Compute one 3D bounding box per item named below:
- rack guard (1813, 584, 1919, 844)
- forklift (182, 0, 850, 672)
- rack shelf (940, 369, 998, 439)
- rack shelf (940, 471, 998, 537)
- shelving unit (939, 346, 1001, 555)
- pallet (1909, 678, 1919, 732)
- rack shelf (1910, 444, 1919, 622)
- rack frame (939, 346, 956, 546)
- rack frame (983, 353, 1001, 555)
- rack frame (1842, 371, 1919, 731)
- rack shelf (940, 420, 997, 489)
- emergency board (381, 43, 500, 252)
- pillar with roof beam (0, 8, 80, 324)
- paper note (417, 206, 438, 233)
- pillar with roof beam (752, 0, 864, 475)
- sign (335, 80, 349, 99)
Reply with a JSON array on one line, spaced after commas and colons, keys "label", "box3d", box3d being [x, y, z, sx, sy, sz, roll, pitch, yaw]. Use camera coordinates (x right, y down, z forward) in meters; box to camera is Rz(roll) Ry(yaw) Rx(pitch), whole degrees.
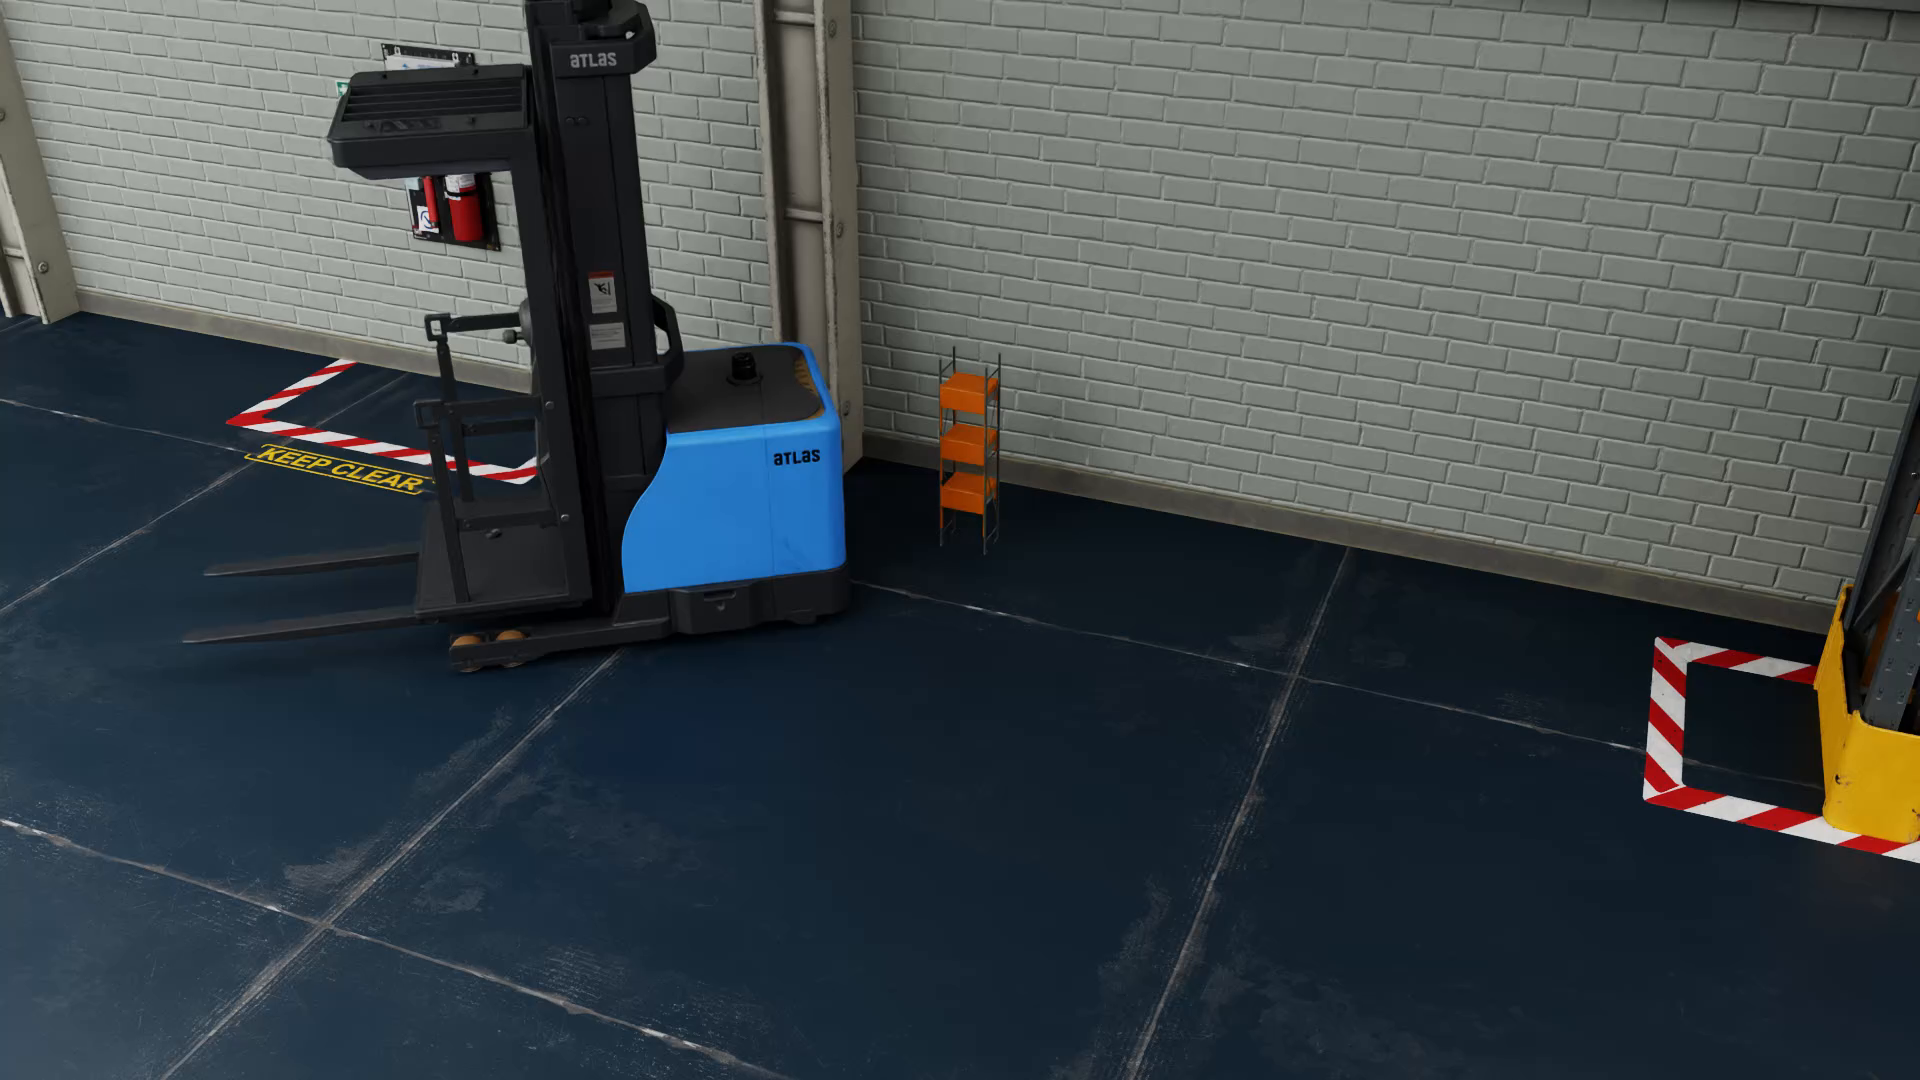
[{"label": "rack guard", "box3d": [3.865, 0.703, 6.999, 0.348, 0.500, 1.175, 11, 31, 19]}, {"label": "forklift", "box3d": [-2.105, -0.952, 7.456, 3.031, 2.935, 1.130, -7, 30, -11]}, {"label": "rack shelf", "box3d": [0.050, -0.685, 8.340, 0.240, 0.259, 0.215, 11, 31, 19]}, {"label": "rack shelf", "box3d": [0.050, -0.196, 8.616, 0.240, 0.259, 0.215, 11, 31, 19]}, {"label": "shelving unit", "box3d": [0.050, -0.447, 8.474, 0.252, 1.050, 0.215, 11, 31, 19]}, {"label": "pallet", "box3d": [4.605, 0.995, 6.776, 1.213, 0.211, 1.003, 11, 31, 19]}, {"label": "rack shelf", "box3d": [5.648, 0.283, 5.931, 4.000, 0.370, 1.077, 11, 31, 19]}, {"label": "rack frame", "box3d": [-0.063, -0.470, 8.514, 0.008, 1.050, 0.200, 11, 31, 19]}, {"label": "rack frame", "box3d": [0.163, -0.425, 8.434, 0.008, 1.050, 0.200, 11, 31, 19]}, {"label": "rack frame", "box3d": [3.795, -0.400, 6.409, 0.127, 3.000, 1.000, 11, 31, 19]}, {"label": "rack shelf", "box3d": [0.050, -0.438, 8.479, 0.240, 0.259, 0.215, 11, 31, 19]}, {"label": "emergency board", "box3d": [-3.067, -2.249, 9.681, 0.643, 1.169, 0.194, 11, 31, 19]}, {"label": "pillar with roof beam", "box3d": [-7.969, -3.533, 5.856, 0.400, 9.000, 9.100, 11, 31, 19]}, {"label": "paper note", "box3d": [-3.205, -1.930, 10.011, 0.142, 0.148, 0.016, 11, 31, 19]}, {"label": "pillar with roof beam", "box3d": [-2.410, -2.423, 3.892, 0.400, 9.000, 9.100, 11, 31, 19]}, {"label": "sign", "box3d": [-3.539, -2.640, 9.797, 0.331, 0.109, 0.001, 11, 31, 19]}]
